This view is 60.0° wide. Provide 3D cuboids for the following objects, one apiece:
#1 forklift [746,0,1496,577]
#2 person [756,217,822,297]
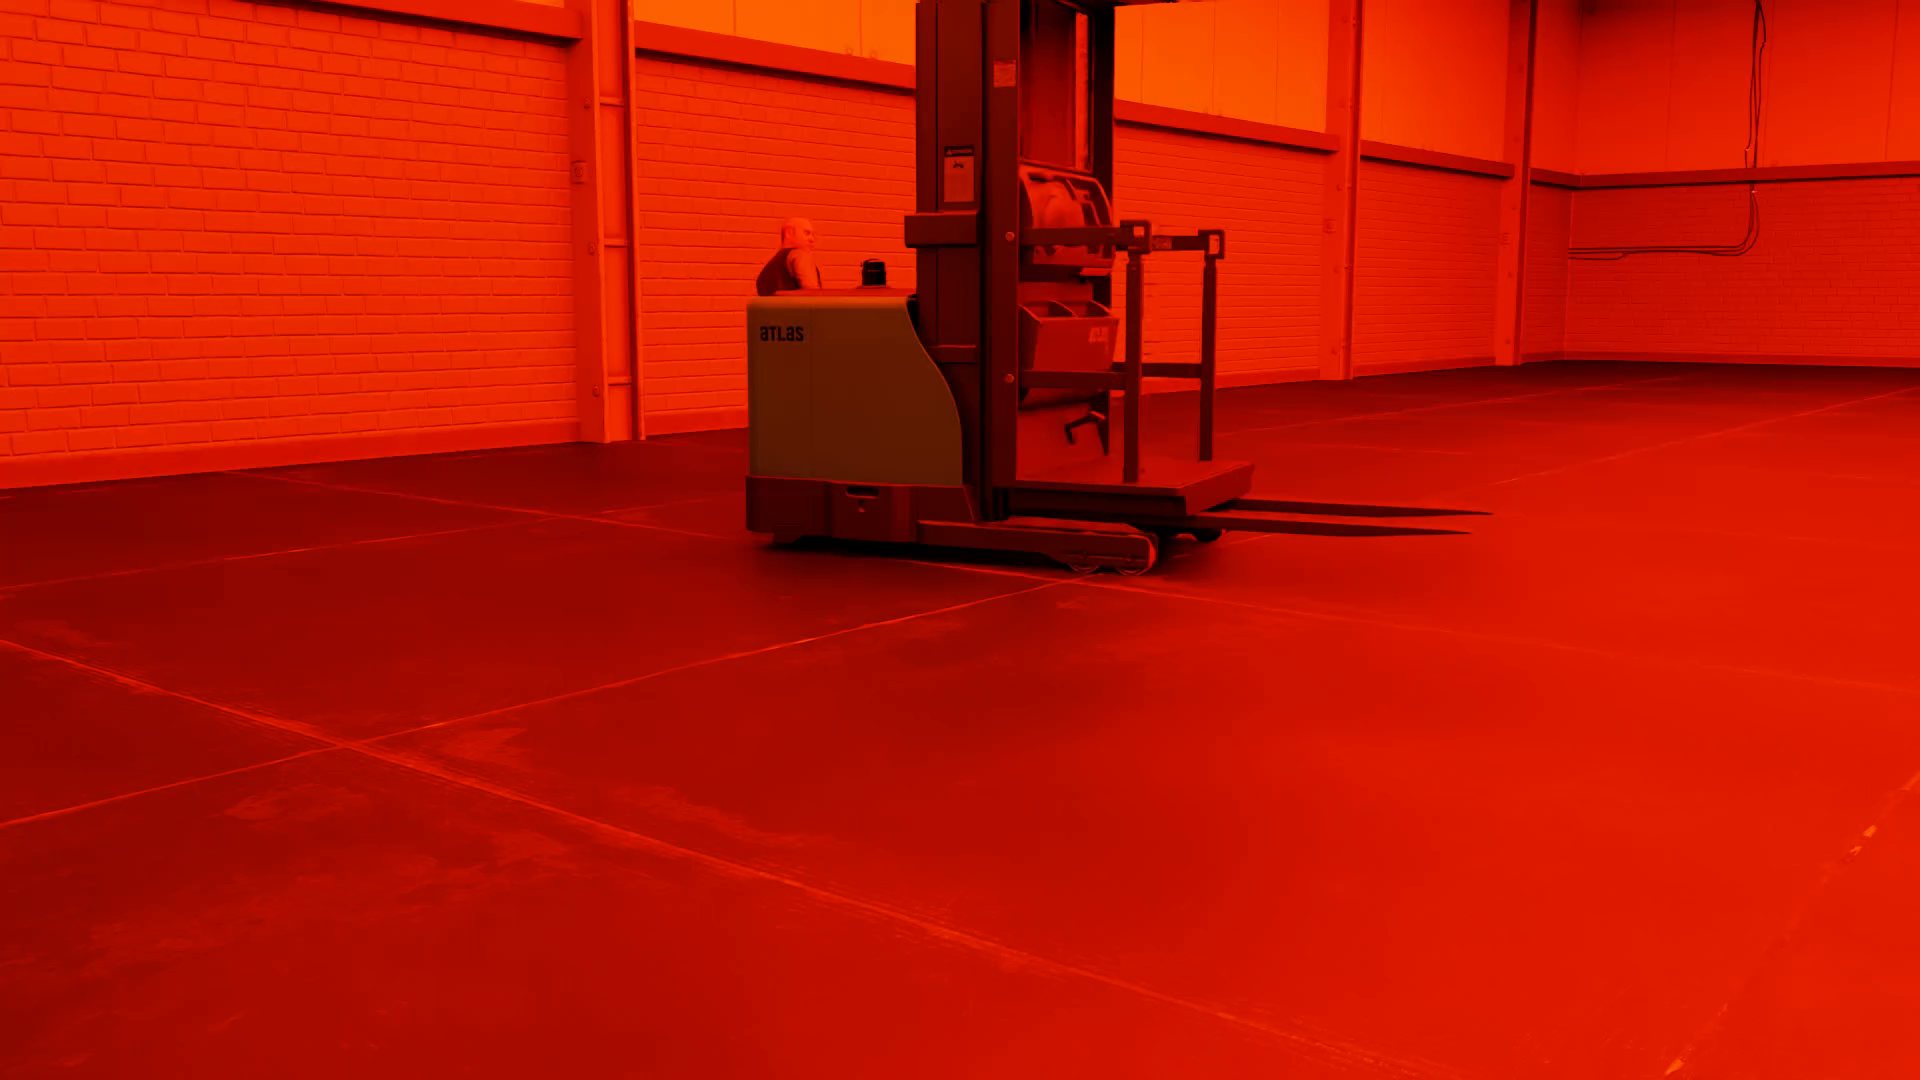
[{"bbox_3d":[0.633,-1.395,6.815,3.031,2.935,1.130,4,9,25],"label":"forklift"},{"bbox_3d":[-0.854,-1.131,9.863,0.745,1.555,0.770,5,10,31],"label":"person"}]
